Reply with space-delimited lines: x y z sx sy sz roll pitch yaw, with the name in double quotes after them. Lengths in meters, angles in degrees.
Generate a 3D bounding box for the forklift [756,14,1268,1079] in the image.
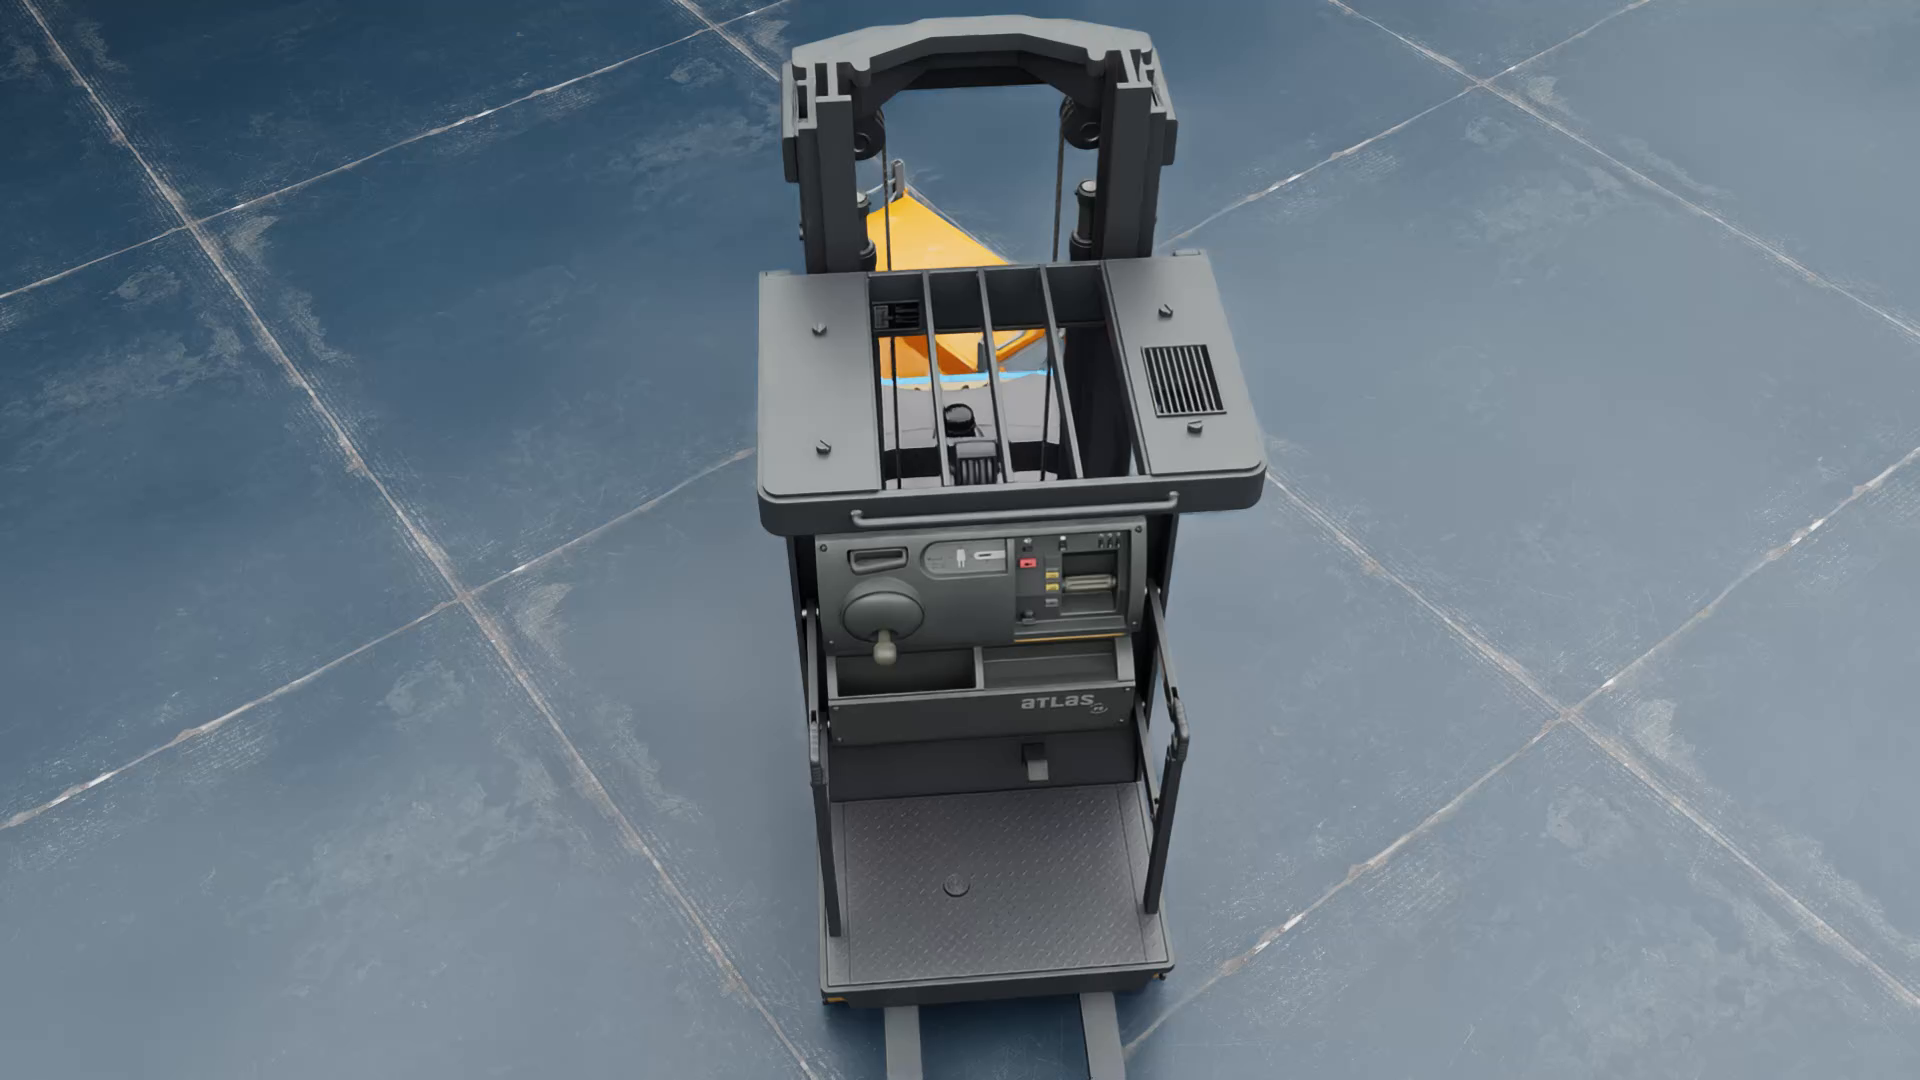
0.082 0.241 4.552 1.130 2.935 3.031 -3 48 -3 "forklift"

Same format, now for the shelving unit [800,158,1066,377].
-0.081 -0.726 6.648 0.538 1.125 1.048 -33 56 -27 "shelving unit"

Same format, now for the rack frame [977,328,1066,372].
0.257 -0.445 6.393 0.500 1.125 0.032 -33 56 -27 "rack frame"

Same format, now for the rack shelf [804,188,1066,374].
-0.081 -0.923 6.431 0.538 0.278 1.000 -33 56 -27 "rack shelf"

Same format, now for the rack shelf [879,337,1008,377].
-0.081 -0.562 6.829 0.538 0.278 1.000 -33 56 -27 "rack shelf"

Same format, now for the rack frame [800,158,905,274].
-0.419 -1.007 6.903 0.500 1.125 0.032 -33 56 -27 "rack frame"
